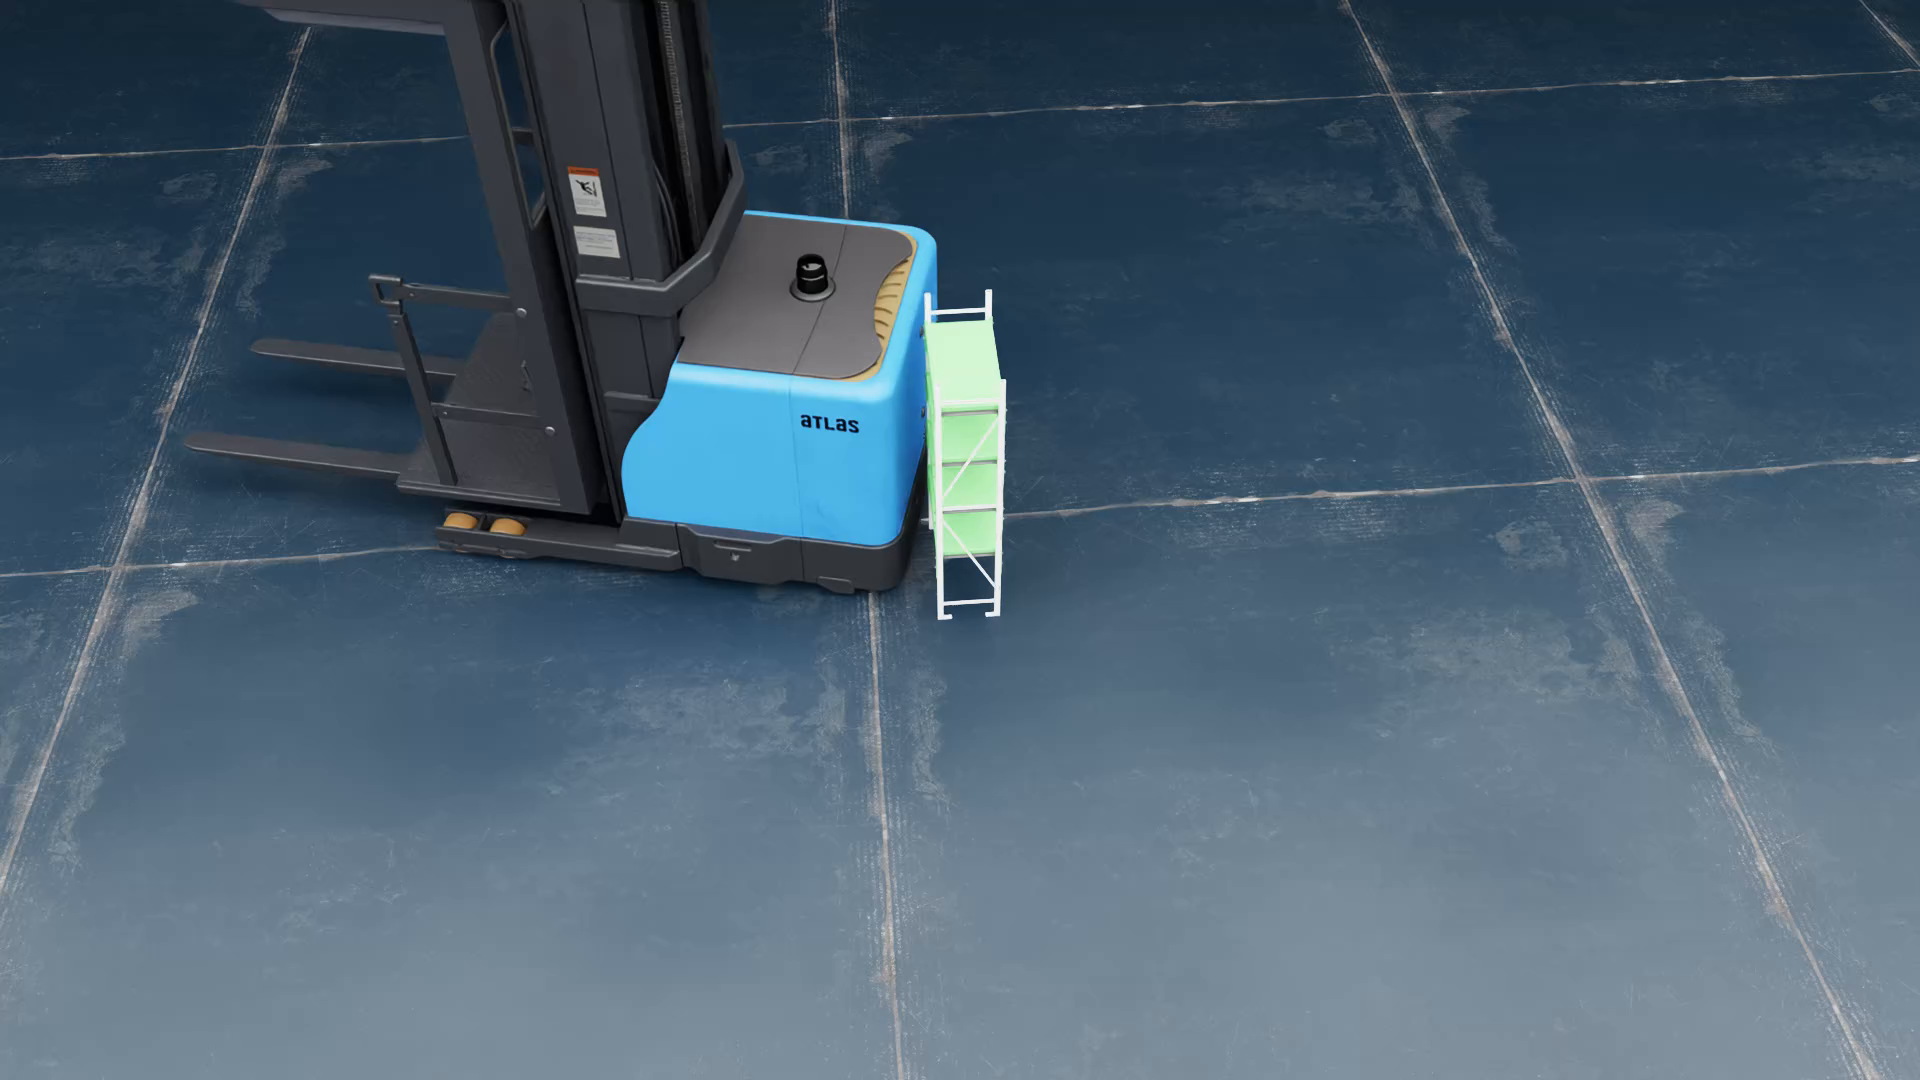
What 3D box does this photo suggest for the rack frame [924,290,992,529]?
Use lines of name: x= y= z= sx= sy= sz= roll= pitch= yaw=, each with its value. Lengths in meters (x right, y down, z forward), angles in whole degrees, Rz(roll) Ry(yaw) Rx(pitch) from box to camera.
rack frame: x=-0.007 y=-0.469 z=6.368 sx=0.240 sy=1.200 sz=0.015 roll=-3 pitch=47 yaw=-3

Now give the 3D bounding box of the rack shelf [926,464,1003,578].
rack shelf: x=0.014 y=-0.084 z=6.422 sx=0.258 sy=0.148 sz=0.480 roll=-3 pitch=47 yaw=-3

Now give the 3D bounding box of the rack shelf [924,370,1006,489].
rack shelf: x=0.014 y=-0.414 z=6.073 sx=0.258 sy=0.148 sz=0.480 roll=-3 pitch=47 yaw=-3

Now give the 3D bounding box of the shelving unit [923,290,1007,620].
shelving unit: x=0.014 y=-0.293 z=6.201 sx=0.258 sy=1.200 sz=0.503 roll=-3 pitch=47 yaw=-3

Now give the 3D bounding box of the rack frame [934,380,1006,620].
rack frame: x=0.034 y=-0.116 z=6.034 sx=0.240 sy=1.200 sz=0.015 roll=-3 pitch=47 yaw=-3

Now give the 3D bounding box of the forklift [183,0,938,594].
forklift: x=-1.641 y=-1.305 z=5.967 sx=3.031 sy=2.935 sz=1.130 roll=7 pitch=47 yaw=6

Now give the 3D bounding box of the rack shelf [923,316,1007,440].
rack shelf: x=0.014 y=-0.579 z=5.899 sx=0.258 sy=0.148 sz=0.480 roll=-3 pitch=47 yaw=-3

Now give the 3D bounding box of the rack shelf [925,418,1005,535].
rack shelf: x=0.014 y=-0.249 z=6.247 sx=0.258 sy=0.148 sz=0.480 roll=-3 pitch=47 yaw=-3
